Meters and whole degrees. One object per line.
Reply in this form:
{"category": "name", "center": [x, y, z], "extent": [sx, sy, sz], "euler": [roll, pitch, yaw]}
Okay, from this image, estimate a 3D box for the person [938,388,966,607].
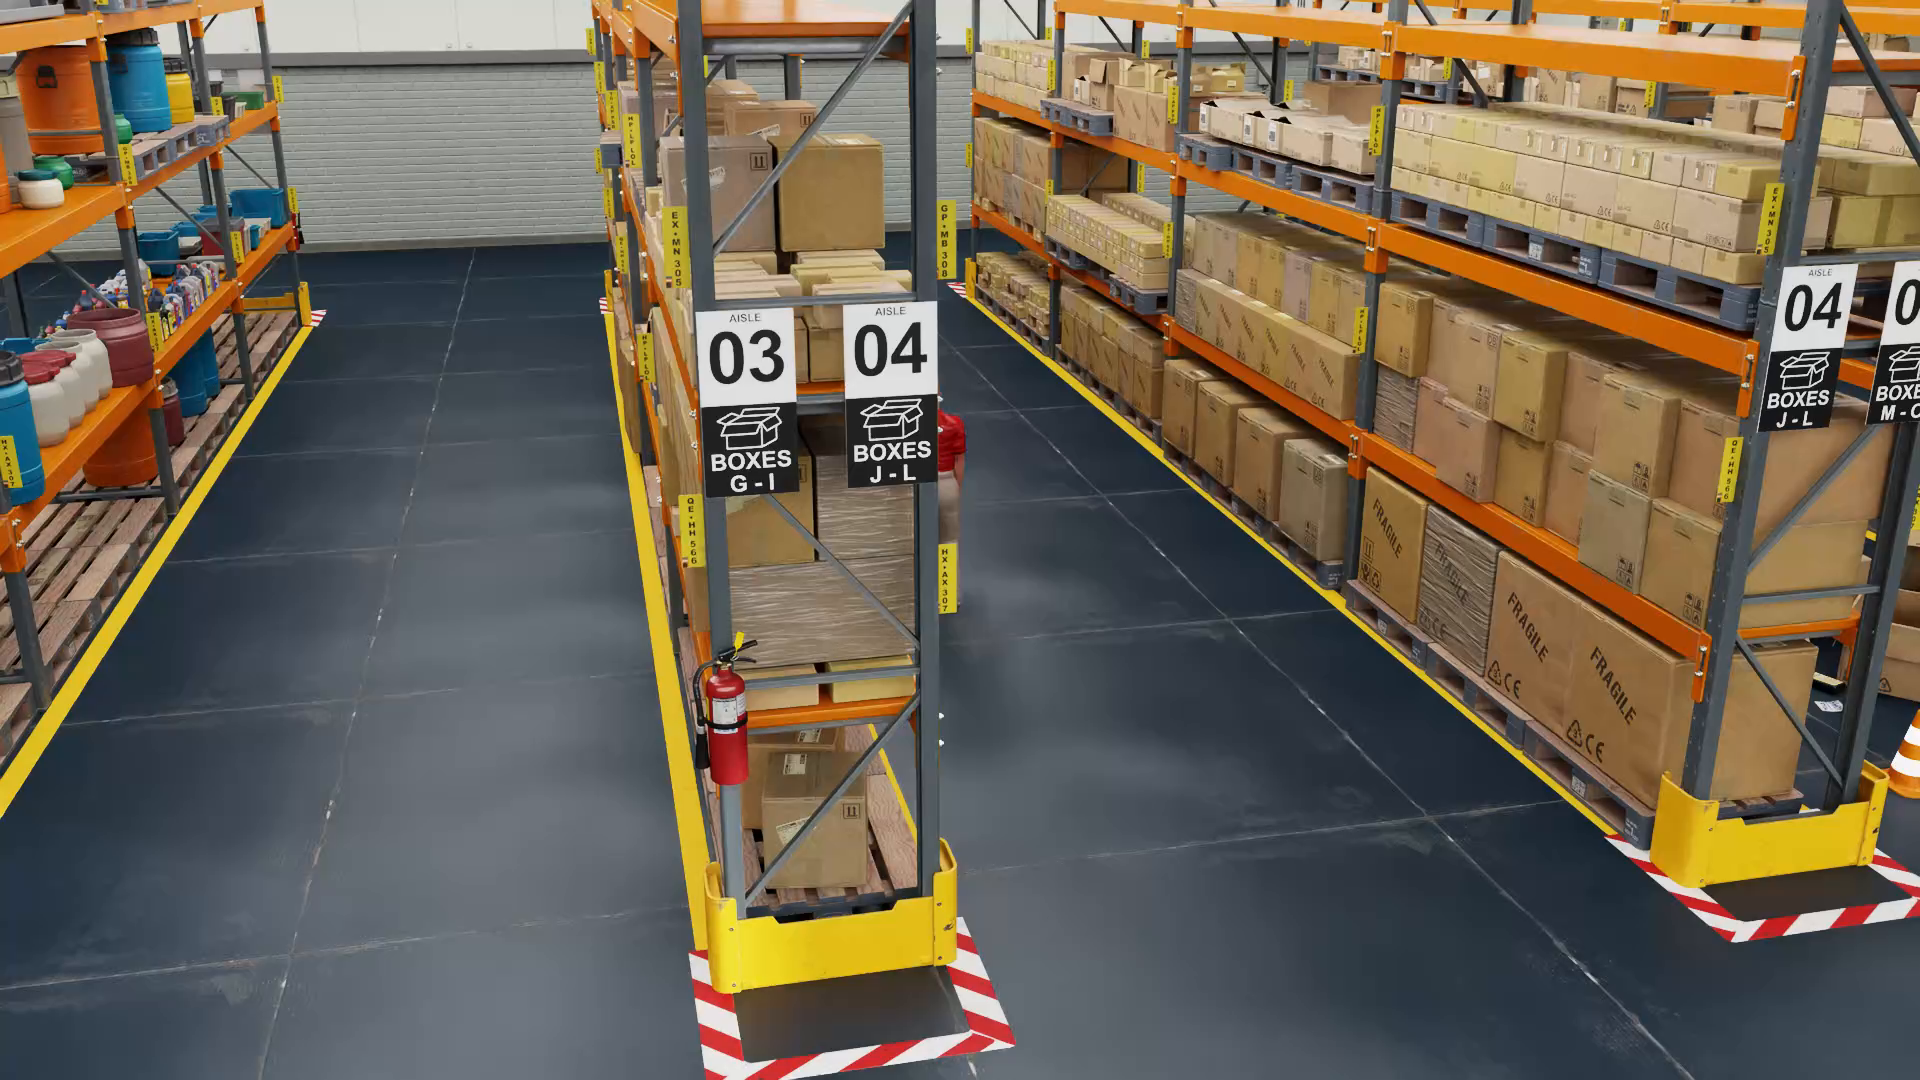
{"category": "person", "center": [-0.234, -0.336, 12.062], "extent": [0.528, 1.724, 0.360], "euler": [-5, 20, -15]}
